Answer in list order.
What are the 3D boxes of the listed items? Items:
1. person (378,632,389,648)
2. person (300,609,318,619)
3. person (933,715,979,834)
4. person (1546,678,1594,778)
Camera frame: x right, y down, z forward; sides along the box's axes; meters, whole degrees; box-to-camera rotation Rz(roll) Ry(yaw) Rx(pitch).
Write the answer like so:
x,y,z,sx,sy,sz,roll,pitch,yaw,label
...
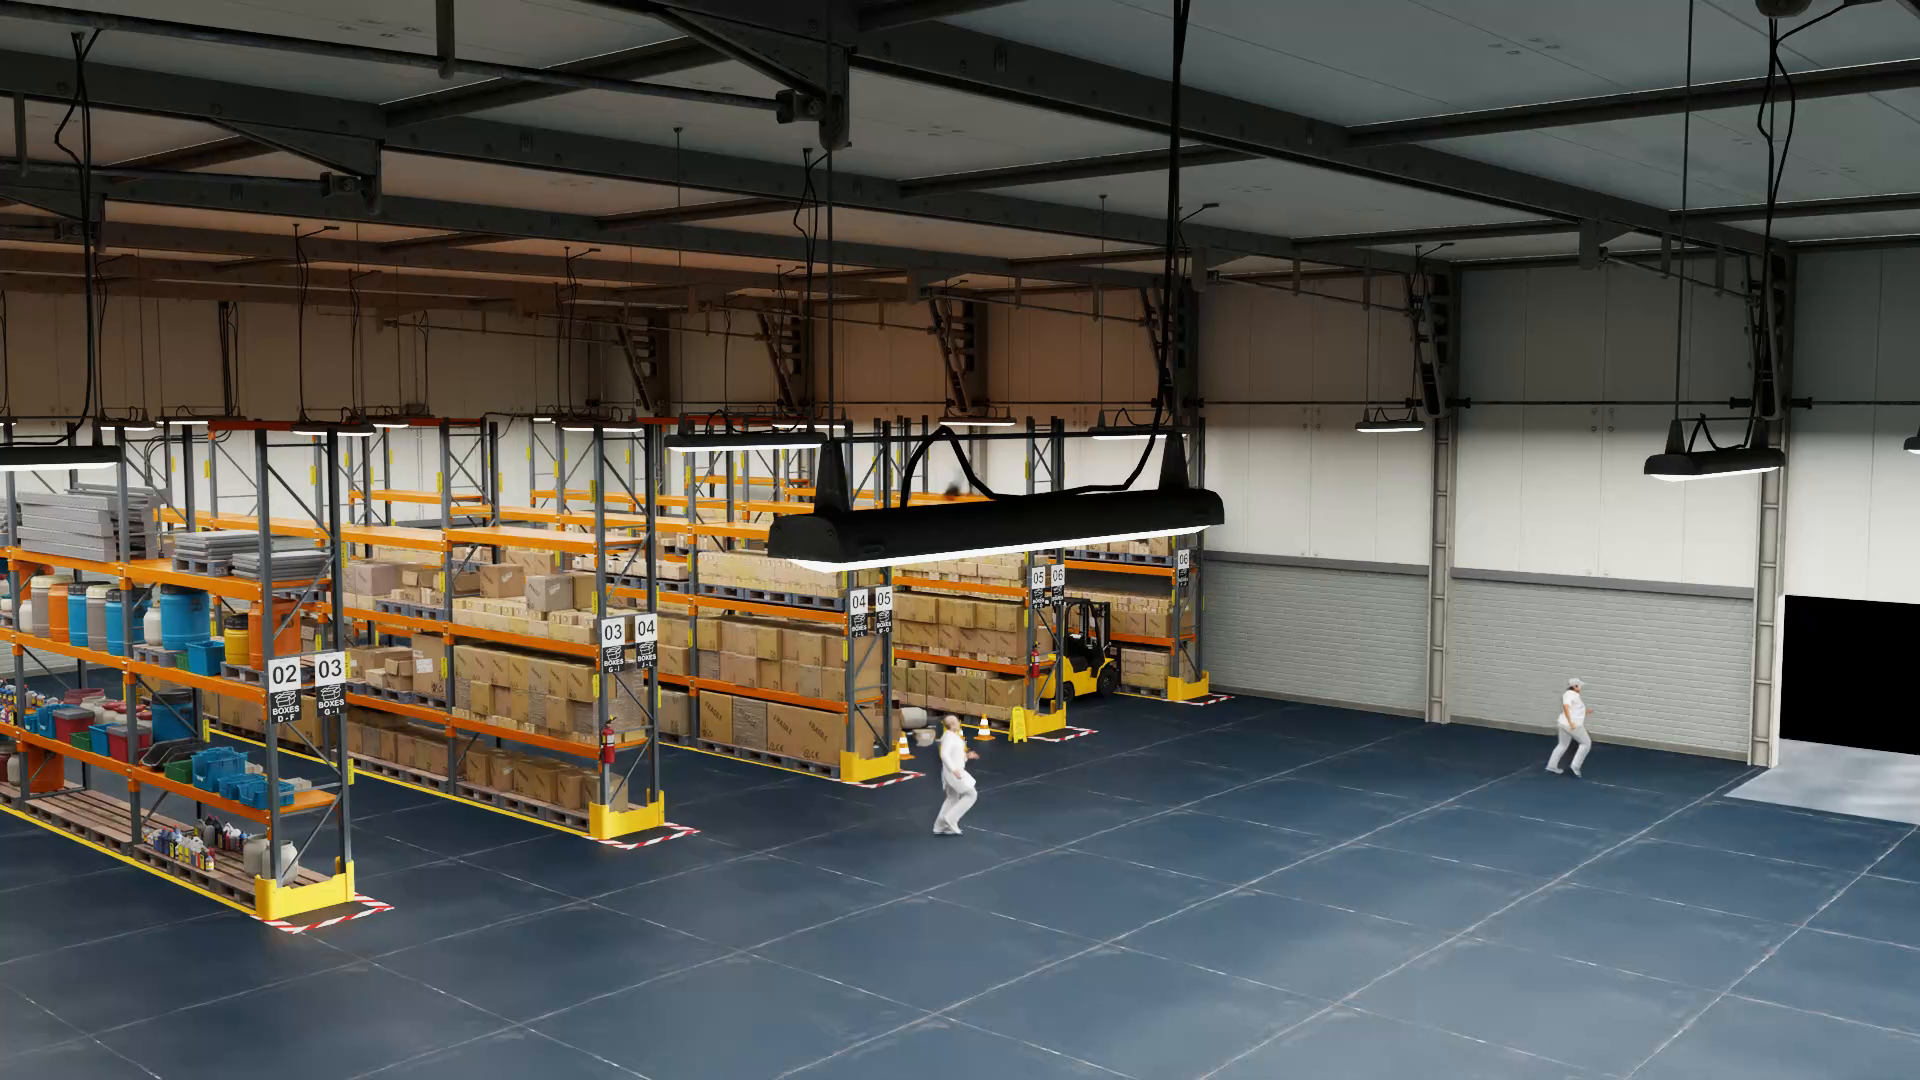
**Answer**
x,y,z,sx,sy,sz,roll,pitch,yaw,label
-13.981,2.254,40.035,0.605,1.505,0.582,0,5,-6,person
-14.914,2.314,37.929,0.717,1.787,0.672,1,5,16,person
-0.051,3.471,24.311,0.705,1.661,0.695,-1,5,-16,person
10.336,3.178,28.100,0.796,1.705,0.570,0,5,-6,person
